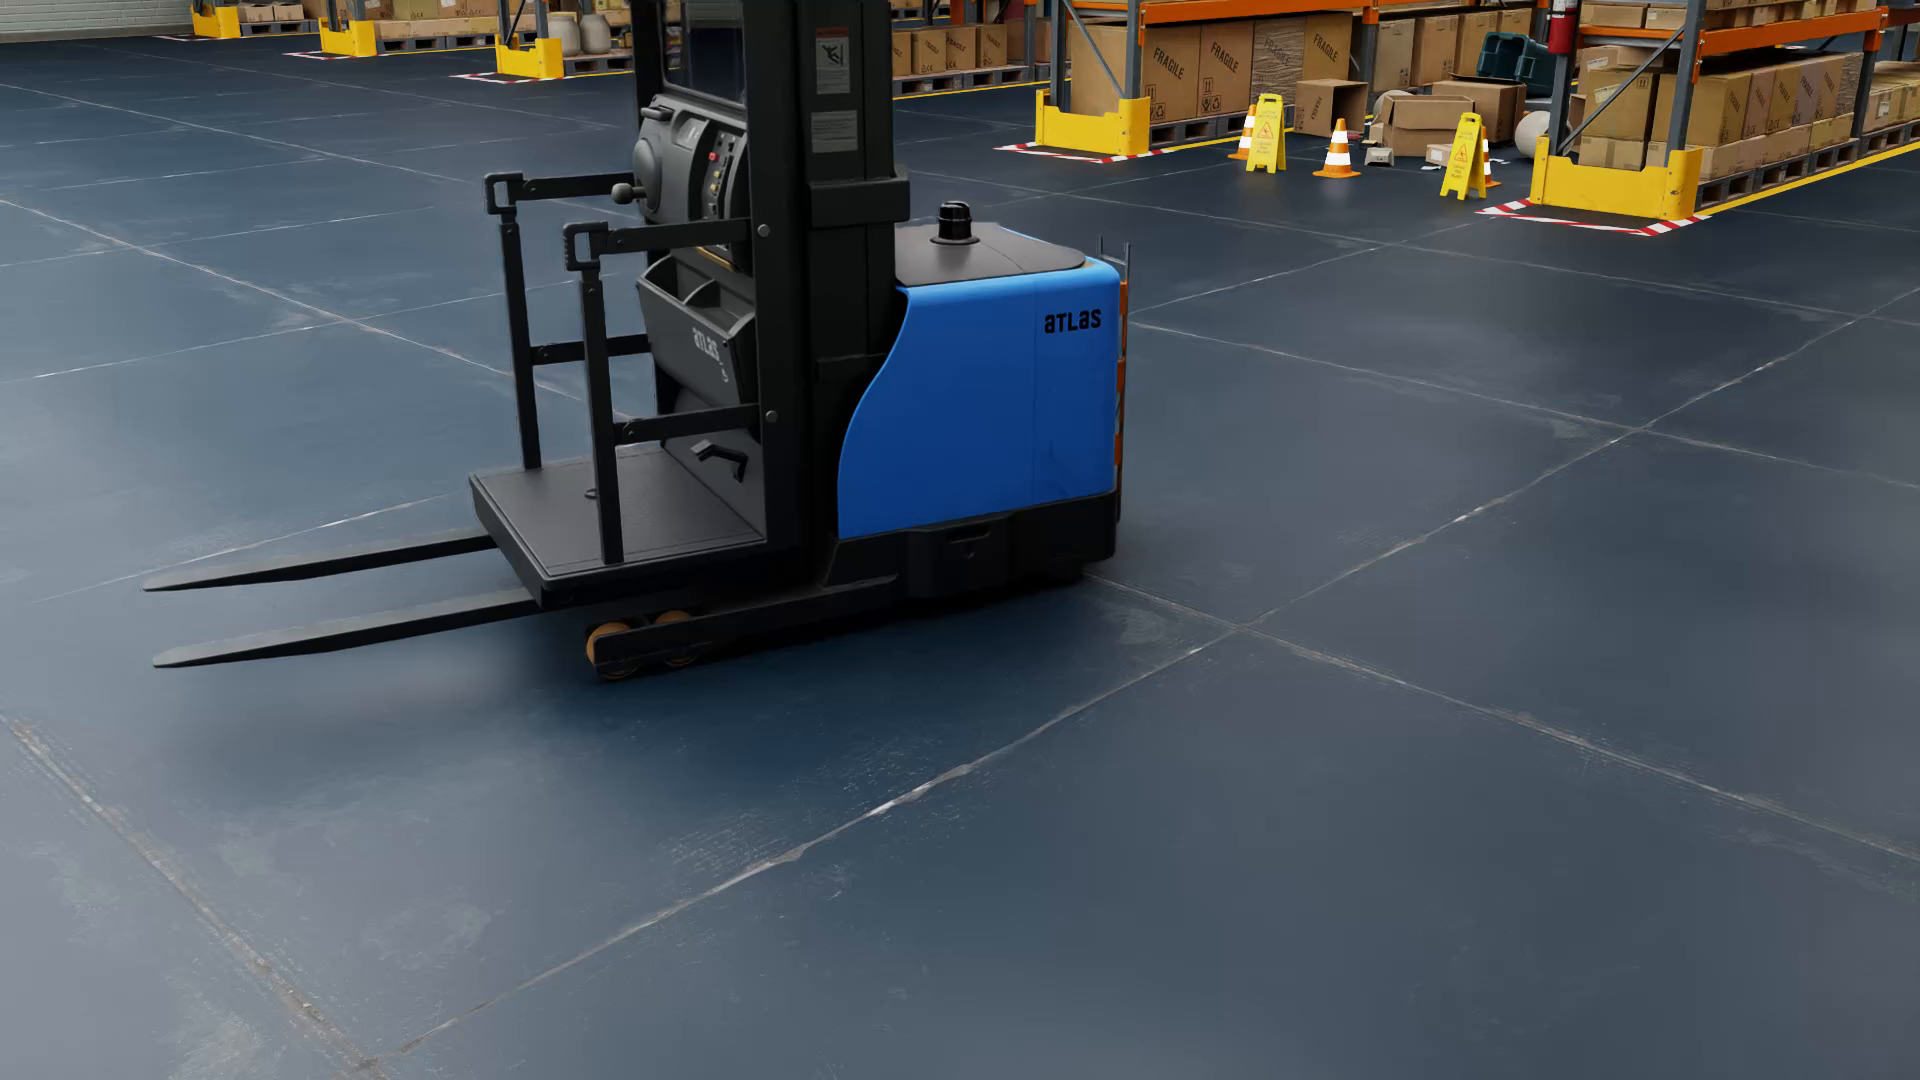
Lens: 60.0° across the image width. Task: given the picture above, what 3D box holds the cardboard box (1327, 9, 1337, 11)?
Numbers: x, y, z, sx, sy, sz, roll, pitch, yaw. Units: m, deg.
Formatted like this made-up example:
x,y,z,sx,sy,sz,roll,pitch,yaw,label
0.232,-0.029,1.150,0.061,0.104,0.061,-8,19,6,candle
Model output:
x,y,z,sx,sy,sz,roll,pitch,yaw,label
5.086,-8.261,25.764,1.225,0.875,0.875,18,27,39,cardboard box

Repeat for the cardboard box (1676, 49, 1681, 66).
x,y,z,sx,sy,sz,roll,pitch,yaw,label
5.628,-3.903,13.346,0.250,0.149,0.380,-20,28,-41,cardboard box

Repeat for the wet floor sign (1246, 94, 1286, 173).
x,y,z,sx,sy,sz,roll,pitch,yaw,label
2.651,-3.503,14.288,0.267,0.644,0.232,14,25,32,wet floor sign

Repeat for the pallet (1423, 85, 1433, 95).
x,y,z,sx,sy,sz,roll,pitch,yaw,label
5.379,-5.363,19.735,1.003,0.211,1.213,19,28,41,pallet

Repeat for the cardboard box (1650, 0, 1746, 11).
x,y,z,sx,sy,sz,roll,pitch,yaw,label
5.399,-4.129,12.083,0.500,0.500,0.500,19,28,40,cardboard box

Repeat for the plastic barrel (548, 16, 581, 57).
x,y,z,sx,sy,sz,roll,pitch,yaw,label
-5.375,-6.835,22.558,0.421,0.512,0.421,0,21,0,plastic barrel

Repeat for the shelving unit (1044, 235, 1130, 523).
x,y,z,sx,sy,sz,roll,pitch,yaw,label
0.443,-0.565,6.080,0.252,1.050,0.215,-10,23,-25,shelving unit

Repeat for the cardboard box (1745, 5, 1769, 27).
x,y,z,sx,sy,sz,roll,pitch,yaw,label
5.874,-3.980,12.598,0.250,0.149,0.380,-20,28,-41,cardboard box

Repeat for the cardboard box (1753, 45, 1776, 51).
x,y,z,sx,sy,sz,roll,pitch,yaw,label
6.925,-4.384,14.597,0.250,0.149,0.380,-20,28,-41,cardboard box

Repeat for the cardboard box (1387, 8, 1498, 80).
x,y,z,sx,sy,sz,roll,pitch,yaw,label
5.737,-5.947,19.917,0.750,0.750,1.050,-20,28,-41,cardboard box

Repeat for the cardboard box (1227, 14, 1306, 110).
x,y,z,sx,sy,sz,roll,pitch,yaw,label
2.928,-4.960,17.175,0.875,0.875,0.875,20,28,41,cardboard box

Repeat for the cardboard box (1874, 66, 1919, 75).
x,y,z,sx,sy,sz,roll,pitch,yaw,label
9.540,-4.583,16.895,0.950,0.372,0.625,19,28,40,cardboard box

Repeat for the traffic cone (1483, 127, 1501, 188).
x,y,z,sx,sy,sz,roll,pitch,yaw,label
4.246,-3.141,13.601,0.336,0.463,0.334,19,28,41,traffic cone

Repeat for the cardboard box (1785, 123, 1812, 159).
x,y,z,sx,sy,sz,roll,pitch,yaw,label
6.718,-3.344,13.842,0.500,0.250,0.500,-20,28,-41,cardboard box

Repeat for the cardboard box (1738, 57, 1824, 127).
x,y,z,sx,sy,sz,roll,pitch,yaw,label
6.731,-3.701,13.723,0.500,0.500,0.500,-18,28,-39,cardboard box

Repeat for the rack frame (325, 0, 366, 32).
x,y,z,sx,sy,sz,roll,pitch,yaw,label
-9.326,-8.852,24.925,1.000,3.000,0.127,19,28,41,rack frame

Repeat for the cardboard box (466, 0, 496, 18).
x,y,z,sx,sy,sz,roll,pitch,yaw,label
-7.744,-8.582,26.423,0.500,0.500,0.500,19,28,41,cardboard box

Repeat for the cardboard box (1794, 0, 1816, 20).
x,y,z,sx,sy,sz,roll,pitch,yaw,label
6.595,-4.248,13.296,0.380,0.149,0.250,20,28,41,cardboard box

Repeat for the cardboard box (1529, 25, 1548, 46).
x,y,z,sx,sy,sz,roll,pitch,yaw,label
7.510,-6.308,21.205,0.500,0.500,0.500,18,27,38,cardboard box

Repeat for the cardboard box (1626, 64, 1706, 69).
x,y,z,sx,sy,sz,roll,pitch,yaw,label
5.604,-3.560,13.359,0.500,0.500,0.500,-19,28,-40,cardboard box

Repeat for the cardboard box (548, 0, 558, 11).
x,y,z,sx,sy,sz,roll,pitch,yaw,label
-7.083,-9.102,27.777,0.500,0.500,0.500,19,28,41,cardboard box

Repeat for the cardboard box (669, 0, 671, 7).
x,y,z,sx,sy,sz,roll,pitch,yaw,label
-5.355,-9.359,28.710,0.500,0.311,0.500,18,27,39,cardboard box

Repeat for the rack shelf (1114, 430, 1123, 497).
x,y,z,sx,sy,sz,roll,pitch,yaw,label
0.443,-0.295,6.184,0.240,0.259,0.215,-10,23,-25,rack shelf

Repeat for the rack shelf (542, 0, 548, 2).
x,y,z,sx,sy,sz,roll,pitch,yaw,label
-4.384,-7.790,23.163,1.077,0.370,4.000,19,28,41,rack shelf

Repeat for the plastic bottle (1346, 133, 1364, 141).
x,y,z,sx,sy,sz,roll,pitch,yaw,label
3.807,-3.942,16.246,0.283,0.061,0.133,9,23,23,plastic bottle

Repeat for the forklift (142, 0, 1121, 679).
x,y,z,sx,sy,sz,roll,pitch,yaw,label
-1.011,-1.167,5.026,3.031,2.935,1.130,-10,23,-25,forklift

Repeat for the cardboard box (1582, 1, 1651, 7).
x,y,z,sx,sy,sz,roll,pitch,yaw,label
5.051,-4.286,12.490,0.500,0.500,0.500,19,28,40,cardboard box

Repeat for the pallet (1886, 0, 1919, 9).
x,y,z,sx,sy,sz,roll,pitch,yaw,label
8.298,-4.990,15.144,1.003,0.211,1.213,19,28,41,pallet

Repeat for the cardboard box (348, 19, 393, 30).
x,y,z,sx,sy,sz,roll,pitch,yaw,label
-9.163,-7.977,25.894,0.500,0.250,0.500,19,28,41,cardboard box

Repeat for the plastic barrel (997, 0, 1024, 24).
x,y,z,sx,sy,sz,roll,pitch,yaw,label
0.919,-9.159,28.498,0.600,0.588,0.708,19,28,41,plastic barrel

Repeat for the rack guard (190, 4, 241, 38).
x,y,z,sx,sy,sz,roll,pitch,yaw,label
-12.824,-8.944,28.647,1.175,0.500,0.348,19,28,41,rack guard

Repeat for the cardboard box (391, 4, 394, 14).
x,y,z,sx,sy,sz,roll,pitch,yaw,label
-10.439,-9.857,30.875,0.380,0.166,0.250,15,26,34,cardboard box

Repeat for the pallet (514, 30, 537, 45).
x,y,z,sx,sy,sz,roll,pitch,yaw,label
-7.120,-8.385,27.595,1.003,0.211,1.213,19,28,41,pallet

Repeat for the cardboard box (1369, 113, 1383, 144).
x,y,z,sx,sy,sz,roll,pitch,yaw,label
4.164,-3.954,15.991,0.258,0.266,0.396,-14,25,-33,cardboard box

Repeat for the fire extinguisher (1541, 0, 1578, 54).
x,y,z,sx,sy,sz,roll,pitch,yaw,label
4.460,-3.941,12.256,0.296,0.674,0.183,19,28,41,fire extinguisher

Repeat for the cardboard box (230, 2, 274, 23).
x,y,z,sx,sy,sz,roll,pitch,yaw,label
-12.330,-9.197,28.955,0.500,0.311,0.500,15,26,35,cardboard box

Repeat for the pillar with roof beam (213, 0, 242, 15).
x,y,z,sx,sy,sz,roll,pitch,yaw,label
-9.924,-12.210,25.300,9.100,9.000,0.400,19,28,41,pillar with roof beam

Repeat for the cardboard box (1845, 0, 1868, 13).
x,y,z,sx,sy,sz,roll,pitch,yaw,label
7.485,-4.578,14.154,0.250,0.149,0.380,-19,28,-41,cardboard box

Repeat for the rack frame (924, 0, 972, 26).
x,y,z,sx,sy,sz,roll,pitch,yaw,label
-0.198,-9.668,27.047,1.000,3.000,0.127,19,28,41,rack frame

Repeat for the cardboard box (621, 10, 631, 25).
x,y,z,sx,sy,sz,roll,pitch,yaw,label
-5.719,-8.966,28.467,0.500,0.250,0.500,-19,28,-41,cardboard box

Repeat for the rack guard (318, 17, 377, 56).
x,y,z,sx,sy,sz,roll,pitch,yaw,label
-9.342,-7.679,25.357,1.175,0.500,0.348,19,28,41,rack guard

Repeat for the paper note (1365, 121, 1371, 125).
x,y,z,sx,sy,sz,roll,pitch,yaw,label
4.223,-4.348,17.343,0.147,0.020,0.142,2,21,4,paper note

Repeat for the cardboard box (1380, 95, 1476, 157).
x,y,z,sx,sy,sz,roll,pitch,yaw,label
4.281,-3.812,15.290,0.797,0.503,0.637,2,21,4,cardboard box

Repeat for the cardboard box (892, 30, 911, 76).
x,y,z,sx,sy,sz,roll,pitch,yaw,label
-0.940,-5.876,20.080,0.500,0.500,0.500,-17,27,-37,cardboard box

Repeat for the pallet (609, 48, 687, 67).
x,y,z,sx,sy,sz,roll,pitch,yaw,label
-4.338,-6.861,23.630,1.003,0.211,1.213,19,28,41,pallet

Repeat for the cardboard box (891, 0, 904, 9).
x,y,z,sx,sy,sz,roll,pitch,yaw,label
-1.444,-10.652,32.478,0.500,0.500,0.500,19,28,41,cardboard box

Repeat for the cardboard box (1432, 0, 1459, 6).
x,y,z,sx,sy,sz,roll,pitch,yaw,label
7.907,-9.271,28.389,0.875,0.875,0.875,19,28,41,cardboard box

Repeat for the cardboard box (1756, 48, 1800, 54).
x,y,z,sx,sy,sz,roll,pitch,yaw,label
7.055,-4.098,14.758,0.500,0.500,0.500,-18,28,-40,cardboard box

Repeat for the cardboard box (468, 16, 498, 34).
x,y,z,sx,sy,sz,roll,pitch,yaw,label
-7.744,-8.232,26.559,0.500,0.250,0.500,19,28,41,cardboard box

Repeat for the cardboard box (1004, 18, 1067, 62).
x,y,z,sx,sy,sz,roll,pitch,yaw,label
1.004,-6.591,21.913,0.700,0.500,0.500,17,27,37,cardboard box

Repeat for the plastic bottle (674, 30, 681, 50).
x,y,z,sx,sy,sz,roll,pitch,yaw,label
-3.982,-7.045,23.413,0.097,0.271,0.097,0,21,0,plastic bottle

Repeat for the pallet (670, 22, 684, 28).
x,y,z,sx,sy,sz,roll,pitch,yaw,label
-5.198,-9.093,29.438,1.003,0.211,1.213,19,28,41,pallet

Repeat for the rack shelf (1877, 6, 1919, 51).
x,y,z,sx,sy,sz,roll,pitch,yaw,label
9.056,-5.098,16.160,1.077,0.370,4.000,19,28,41,rack shelf

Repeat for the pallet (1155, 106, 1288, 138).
x,y,z,sx,sy,sz,roll,pitch,yaw,label
2.606,-4.340,17.072,1.003,0.211,1.213,19,28,41,pallet

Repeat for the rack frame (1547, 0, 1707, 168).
x,y,z,sx,sy,sz,roll,pitch,yaw,label
4.870,-3.892,12.019,1.000,3.000,0.127,19,28,41,rack frame

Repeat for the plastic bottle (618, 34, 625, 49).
x,y,z,sx,sy,sz,roll,pitch,yaw,label
-4.812,-7.093,23.634,0.097,0.201,0.097,0,21,0,plastic bottle

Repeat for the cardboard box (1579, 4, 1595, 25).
x,y,z,sx,sy,sz,roll,pitch,yaw,label
7.842,-6.787,21.406,0.500,0.250,0.500,19,28,40,cardboard box
